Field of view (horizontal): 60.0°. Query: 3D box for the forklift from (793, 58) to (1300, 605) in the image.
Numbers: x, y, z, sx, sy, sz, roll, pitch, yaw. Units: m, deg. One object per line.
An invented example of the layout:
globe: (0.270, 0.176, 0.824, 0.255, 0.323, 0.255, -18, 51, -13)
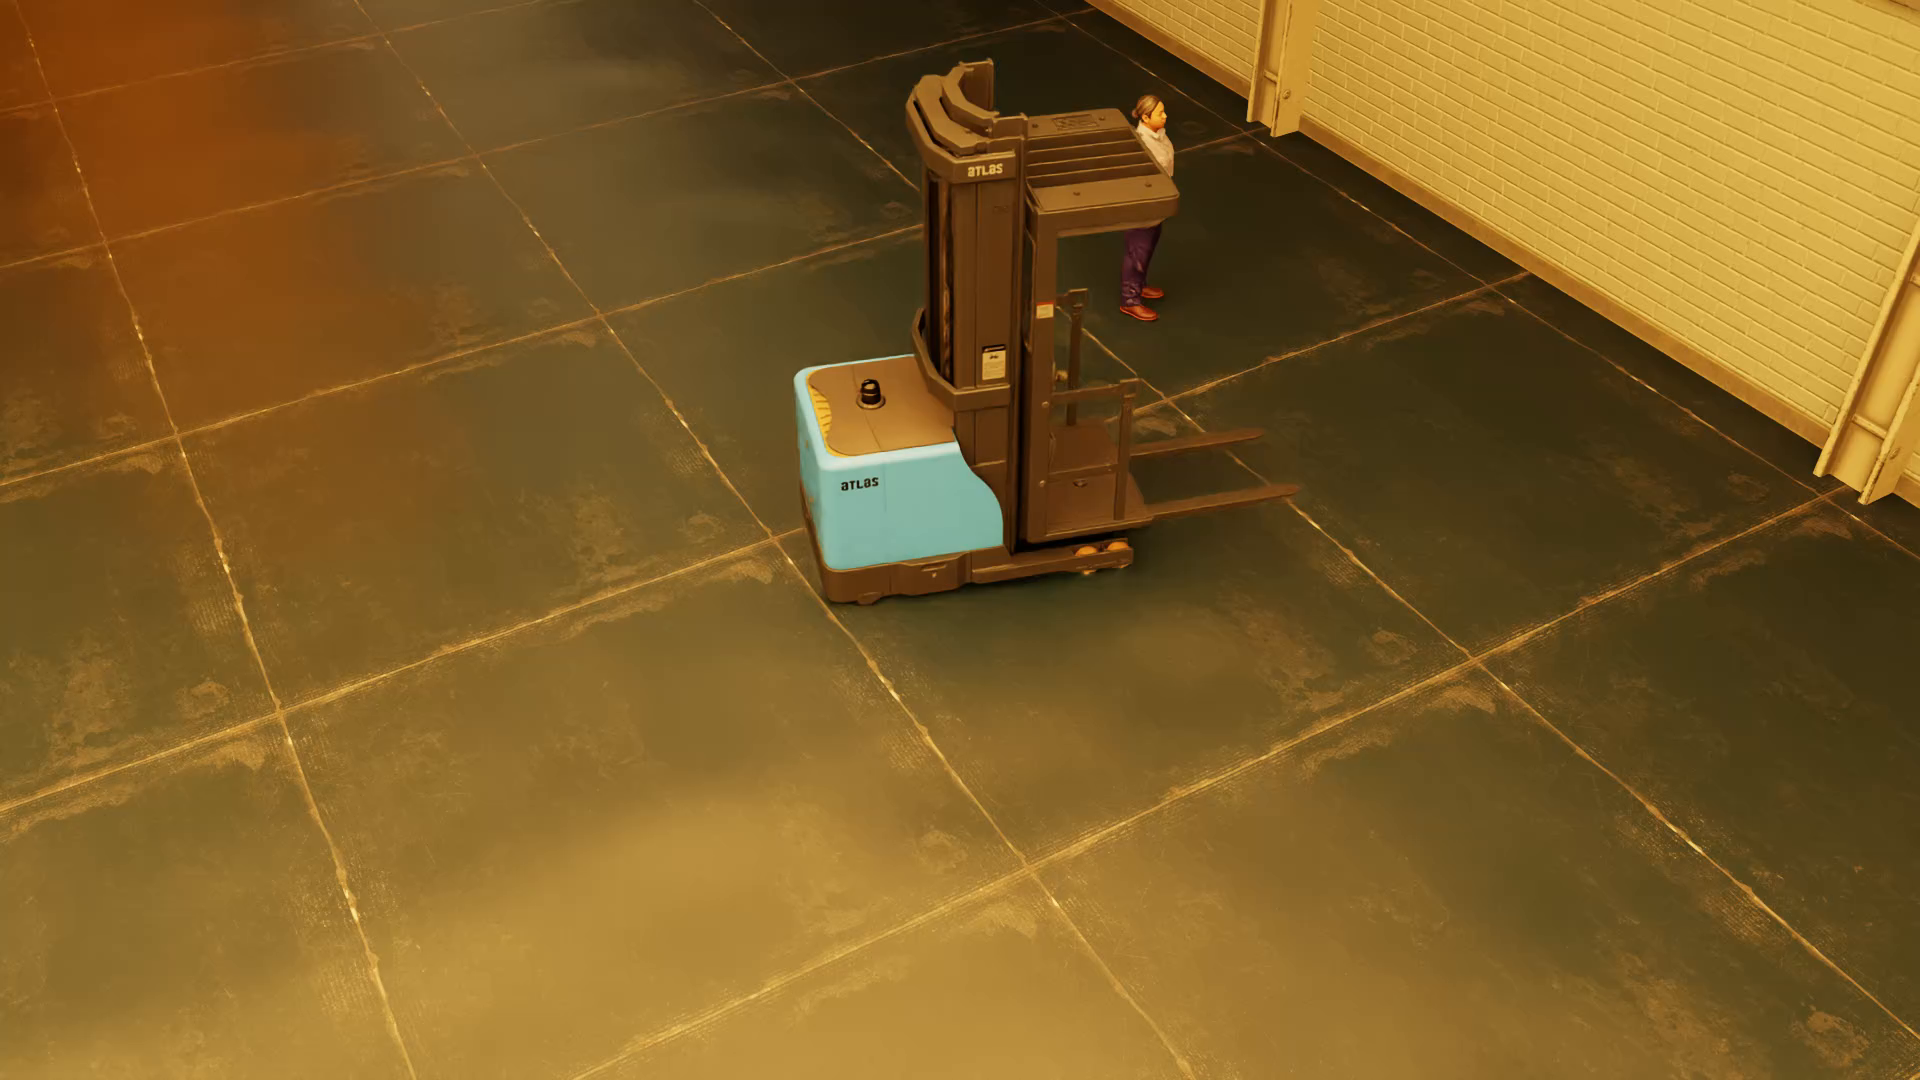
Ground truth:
forklift: (0.571, -1.244, 9.536, 3.031, 2.935, 1.130, -9, 40, -10)

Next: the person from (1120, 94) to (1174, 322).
person: (1.347, -2.411, 11.953, 0.348, 1.651, 0.485, 10, 41, 12)
